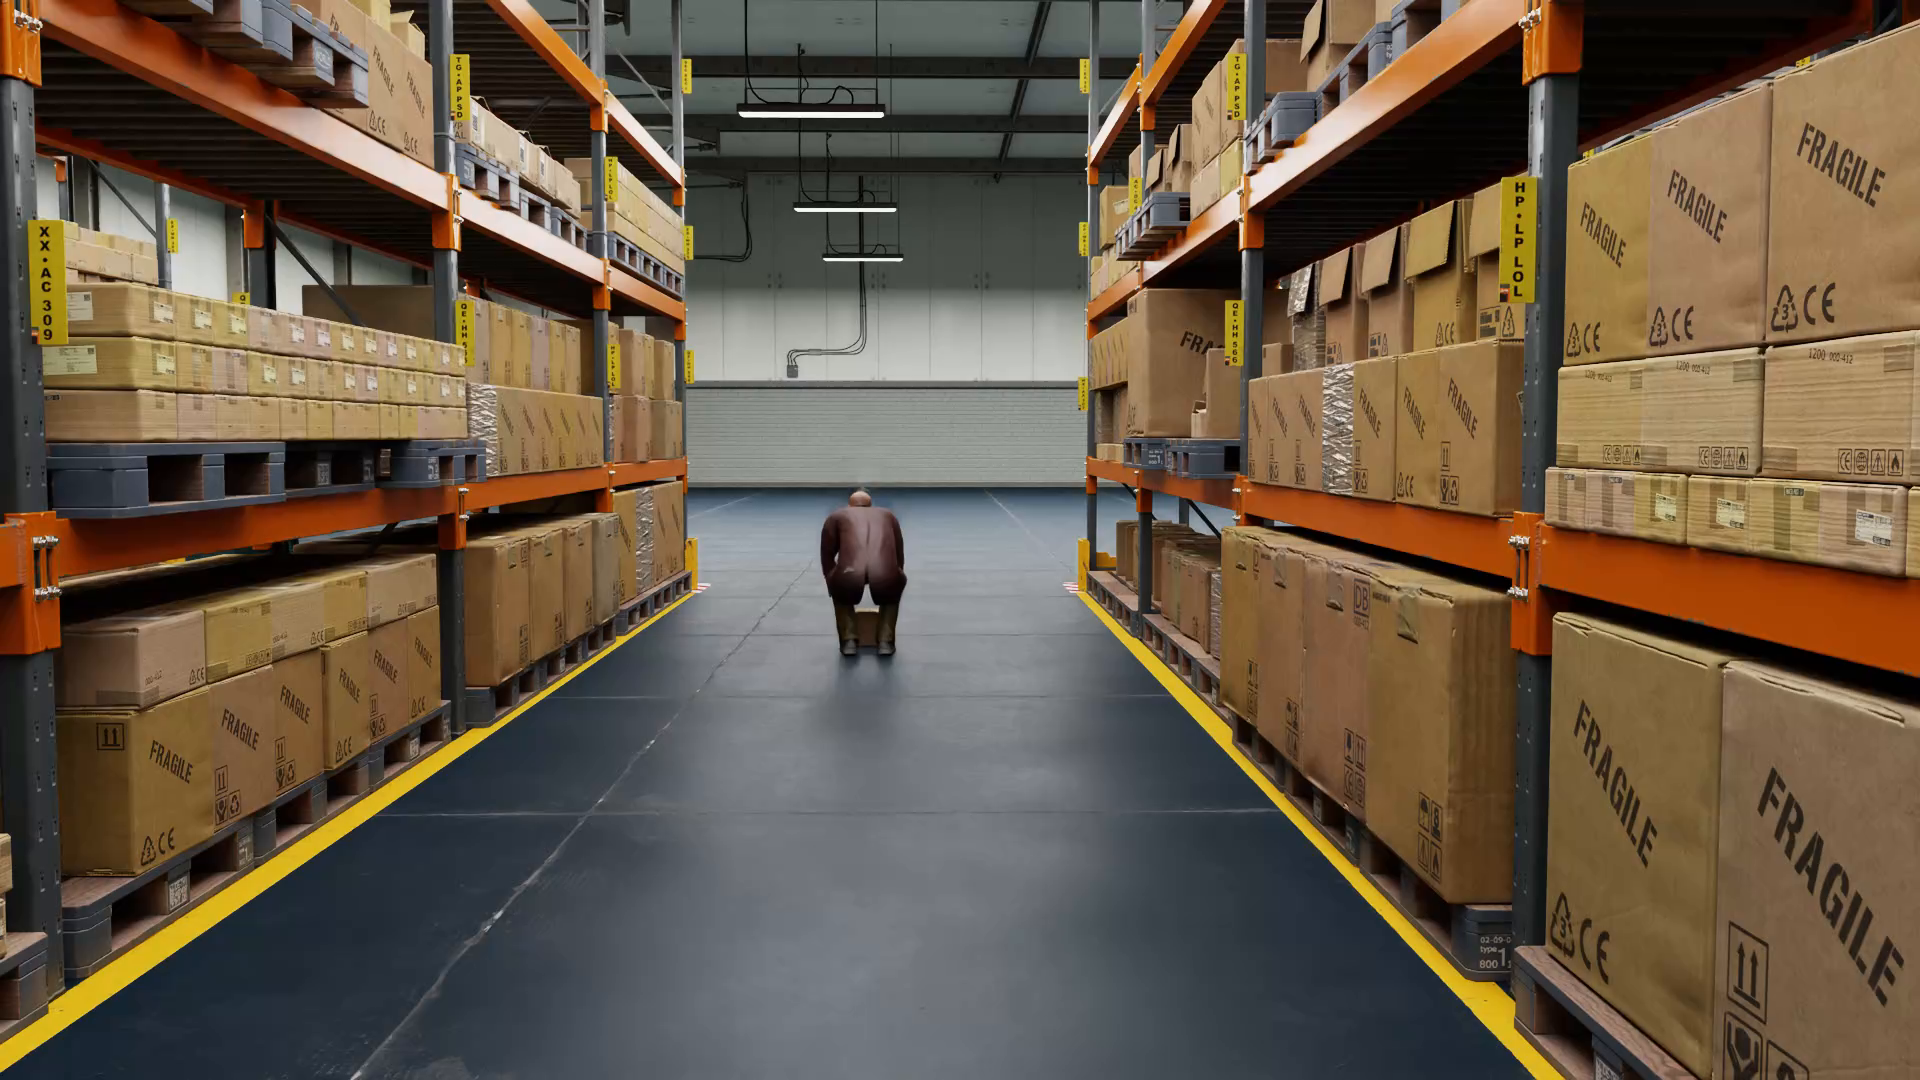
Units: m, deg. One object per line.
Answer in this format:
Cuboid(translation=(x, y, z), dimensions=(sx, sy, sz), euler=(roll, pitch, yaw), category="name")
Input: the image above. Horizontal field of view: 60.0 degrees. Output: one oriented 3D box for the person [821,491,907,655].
Cuboid(translation=(-0.680, 0.230, 11.750), dimensions=(0.619, 1.122, 0.855), euler=(0, 4, -1), category="person")
